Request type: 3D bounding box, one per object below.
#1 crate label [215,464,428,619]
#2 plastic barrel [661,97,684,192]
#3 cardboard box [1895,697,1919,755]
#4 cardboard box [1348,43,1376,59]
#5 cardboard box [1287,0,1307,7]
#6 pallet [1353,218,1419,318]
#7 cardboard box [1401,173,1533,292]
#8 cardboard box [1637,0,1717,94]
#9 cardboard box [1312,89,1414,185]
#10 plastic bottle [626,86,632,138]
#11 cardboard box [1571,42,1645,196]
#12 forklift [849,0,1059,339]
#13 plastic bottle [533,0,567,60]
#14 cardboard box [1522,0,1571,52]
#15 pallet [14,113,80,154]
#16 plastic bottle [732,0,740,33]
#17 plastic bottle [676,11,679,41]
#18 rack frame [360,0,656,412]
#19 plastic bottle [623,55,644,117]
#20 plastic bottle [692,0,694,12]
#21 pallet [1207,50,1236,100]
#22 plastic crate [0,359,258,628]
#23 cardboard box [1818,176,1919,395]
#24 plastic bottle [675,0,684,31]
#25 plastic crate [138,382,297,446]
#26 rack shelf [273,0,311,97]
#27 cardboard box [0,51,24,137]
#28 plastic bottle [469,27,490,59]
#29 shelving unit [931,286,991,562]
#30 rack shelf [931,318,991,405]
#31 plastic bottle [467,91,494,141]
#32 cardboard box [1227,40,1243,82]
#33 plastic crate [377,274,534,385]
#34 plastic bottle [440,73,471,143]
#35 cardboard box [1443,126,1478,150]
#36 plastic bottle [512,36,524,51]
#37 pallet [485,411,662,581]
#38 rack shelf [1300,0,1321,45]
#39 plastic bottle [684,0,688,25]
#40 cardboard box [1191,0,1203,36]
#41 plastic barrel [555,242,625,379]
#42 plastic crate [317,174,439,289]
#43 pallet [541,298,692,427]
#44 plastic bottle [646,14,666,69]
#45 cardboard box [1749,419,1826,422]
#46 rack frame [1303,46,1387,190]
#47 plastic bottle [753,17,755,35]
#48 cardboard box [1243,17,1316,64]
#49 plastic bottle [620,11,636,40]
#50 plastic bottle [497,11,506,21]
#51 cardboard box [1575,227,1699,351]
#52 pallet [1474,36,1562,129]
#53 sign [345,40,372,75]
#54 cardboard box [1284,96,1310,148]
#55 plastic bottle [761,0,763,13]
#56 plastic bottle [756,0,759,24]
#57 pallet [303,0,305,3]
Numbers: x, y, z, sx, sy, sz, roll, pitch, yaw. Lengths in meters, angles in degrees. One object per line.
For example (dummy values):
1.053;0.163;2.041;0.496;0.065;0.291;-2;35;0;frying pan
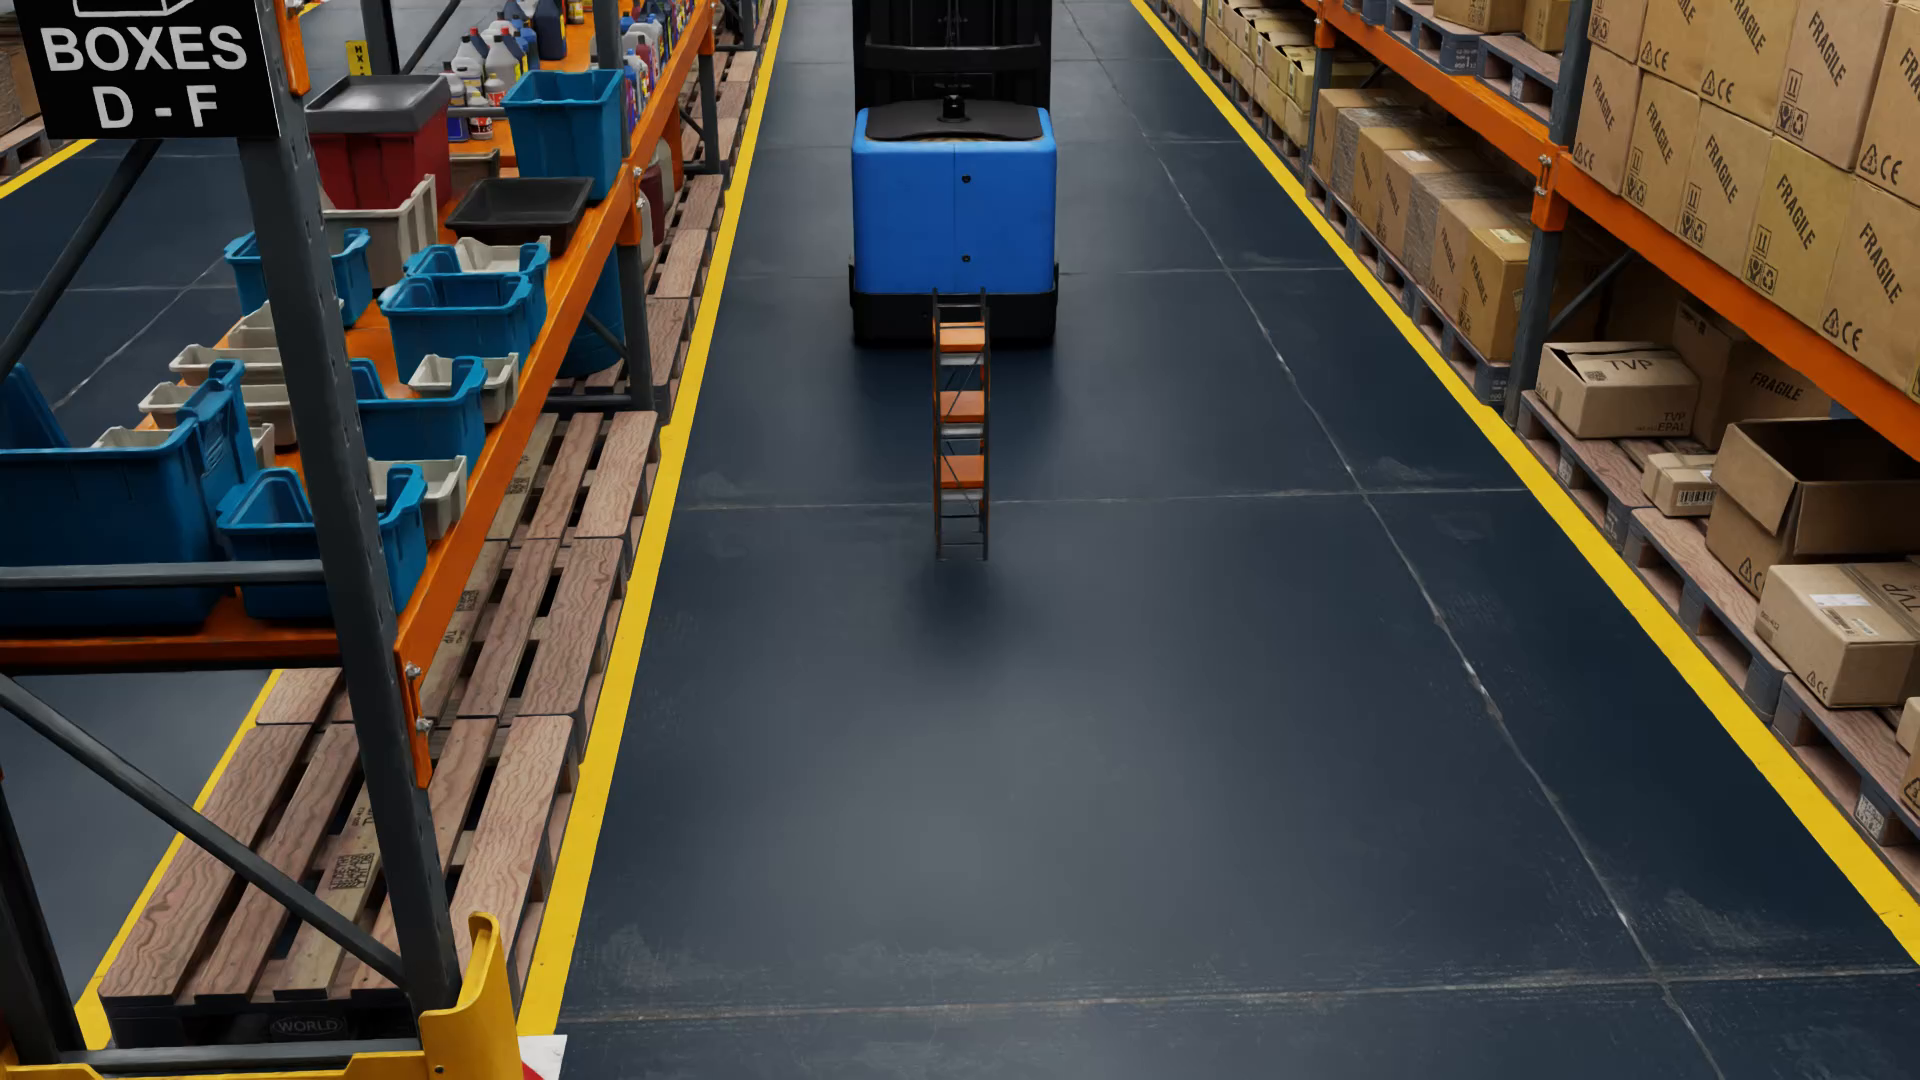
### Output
-1.363;0.006;3.611;0.416;0.233;0.303;-1;28;-3;crate label
-2.054;-2.612;10.408;0.600;0.830;0.708;-1;28;-3;plastic barrel
3.062;0.589;4.964;0.380;0.166;0.250;-1;28;-3;cardboard box
3.080;-3.439;12.013;0.500;0.311;0.500;-2;28;-4;cardboard box
2.982;-4.375;13.807;0.500;0.311;0.500;-1;28;-1;cardboard box
2.912;-1.588;9.566;1.003;0.211;1.213;-1;28;-3;pallet
2.704;-1.652;8.902;0.500;0.500;0.500;-1;28;-2;cardboard box
2.830;-1.910;5.978;0.500;0.500;0.500;-2;28;-4;cardboard box
2.588;-2.602;10.722;0.500;0.500;0.500;0;28;0;cardboard box
-1.481;-1.895;7.265;0.061;0.283;0.133;-1;28;-3;plastic bottle
2.813;-1.687;6.633;0.500;0.500;0.500;-1;28;-1;cardboard box
-0.046;-2.978;9.291;1.130;2.935;3.031;0;28;-1;forklift
-2.175;-2.736;8.805;0.144;0.351;0.185;-1;28;-3;plastic bottle
3.158;-2.655;8.035;0.700;0.500;0.500;3;28;5;cardboard box
-7.143;-3.181;12.621;1.003;0.211;1.213;-1;28;-3;pallet
-2.035;-4.755;15.086;0.061;0.283;0.133;-1;28;-3;plastic bottle
-1.614;-2.874;9.232;0.097;0.201;0.097;0;28;0;plastic bottle
-1.888;-1.767;6.894;1.000;3.000;0.127;-1;28;-3;rack frame
-1.551;-2.104;7.674;0.152;0.276;0.135;-1;28;-3;plastic bottle
-1.662;-3.296;10.040;0.097;0.201;0.097;0;28;0;plastic bottle
2.719;-4.003;14.198;1.003;0.211;1.213;-1;28;-3;pallet
-1.883;-0.112;3.618;0.616;0.435;0.499;-1;28;-3;plastic crate
2.921;-0.752;4.840;0.500;0.500;0.500;-1;28;-2;cardboard box
-1.629;-3.040;9.475;0.097;0.271;0.097;0;28;0;plastic bottle
-1.903;-0.336;4.370;0.396;0.136;0.243;-1;28;-3;plastic crate
-1.783;-1.854;4.596;1.077;0.370;4.000;-1;28;-3;rack shelf
-7.140;-3.146;11.765;0.700;0.500;0.500;-4;28;-7;cardboard box
-2.272;-2.247;7.868;0.144;0.351;0.185;-1;28;-3;plastic bottle
0.003;-0.441;6.460;0.215;1.050;0.252;-1;28;-3;shelving unit
0.003;-0.683;6.334;0.215;0.259;0.240;-1;28;-3;rack shelf
-2.108;-1.864;7.296;0.097;0.201;0.097;0;28;0;plastic bottle
2.470;-3.879;13.462;0.500;0.250;0.500;-2;28;-4;cardboard box
-1.432;-0.602;4.777;0.416;0.233;0.300;-1;28;-3;plastic crate
-2.231;-1.886;7.256;0.152;0.276;0.135;-1;28;-3;plastic bottle
3.160;-2.153;9.862;0.500;0.500;0.500;-2;28;-5;cardboard box
-2.153;-2.297;8.050;0.097;0.271;0.097;0;28;0;plastic bottle
-1.811;-0.192;6.889;1.003;0.211;1.213;-1;28;-3;pallet
2.746;-4.337;12.599;1.077;0.370;4.000;-1;28;-3;rack shelf
-1.640;-3.130;9.647;0.097;0.271;0.097;0;28;0;plastic bottle
2.399;-4.755;15.143;0.500;0.250;0.500;-1;28;-3;cardboard box
-1.899;-1.274;7.764;0.600;0.901;0.708;-1;28;-3;plastic barrel
-1.992;-1.031;5.547;0.437;0.282;0.530;-1;28;-3;plastic crate
-1.887;-0.888;8.224;1.003;0.211;1.213;-1;28;-3;pallet
-1.576;-2.567;8.566;0.097;0.271;0.097;0;28;0;plastic bottle
3.411;-0.285;6.484;0.500;0.311;0.500;-1;28;-3;cardboard box
2.850;-3.732;10.662;1.000;3.000;0.127;-1;28;-3;rack frame
-1.890;-4.620;14.915;0.097;0.201;0.097;0;28;0;plastic bottle
2.496;-3.888;12.874;0.500;0.311;0.500;-1;28;-1;cardboard box
-1.725;-2.608;8.646;0.097;0.271;0.097;0;28;0;plastic bottle
-2.353;-2.566;8.552;0.061;0.283;0.133;-1;28;-3;plastic bottle
3.277;-1.201;8.036;0.500;0.500;0.500;-3;28;-5;cardboard box
3.126;-2.171;7.877;1.003;0.211;1.213;-1;28;-3;pallet
-2.437;-1.877;6.806;0.100;0.325;0.005;-1;28;-3;sign
2.579;-2.936;11.655;0.500;0.250;0.500;-1;28;-1;cardboard box
-1.975;-5.234;15.930;0.144;0.351;0.185;0;28;-1;plastic bottle
-1.943;-4.952;15.389;0.144;0.351;0.185;-3;28;-5;plastic bottle
-7.450;-5.541;17.146;1.003;0.211;1.213;-1;28;-3;pallet
